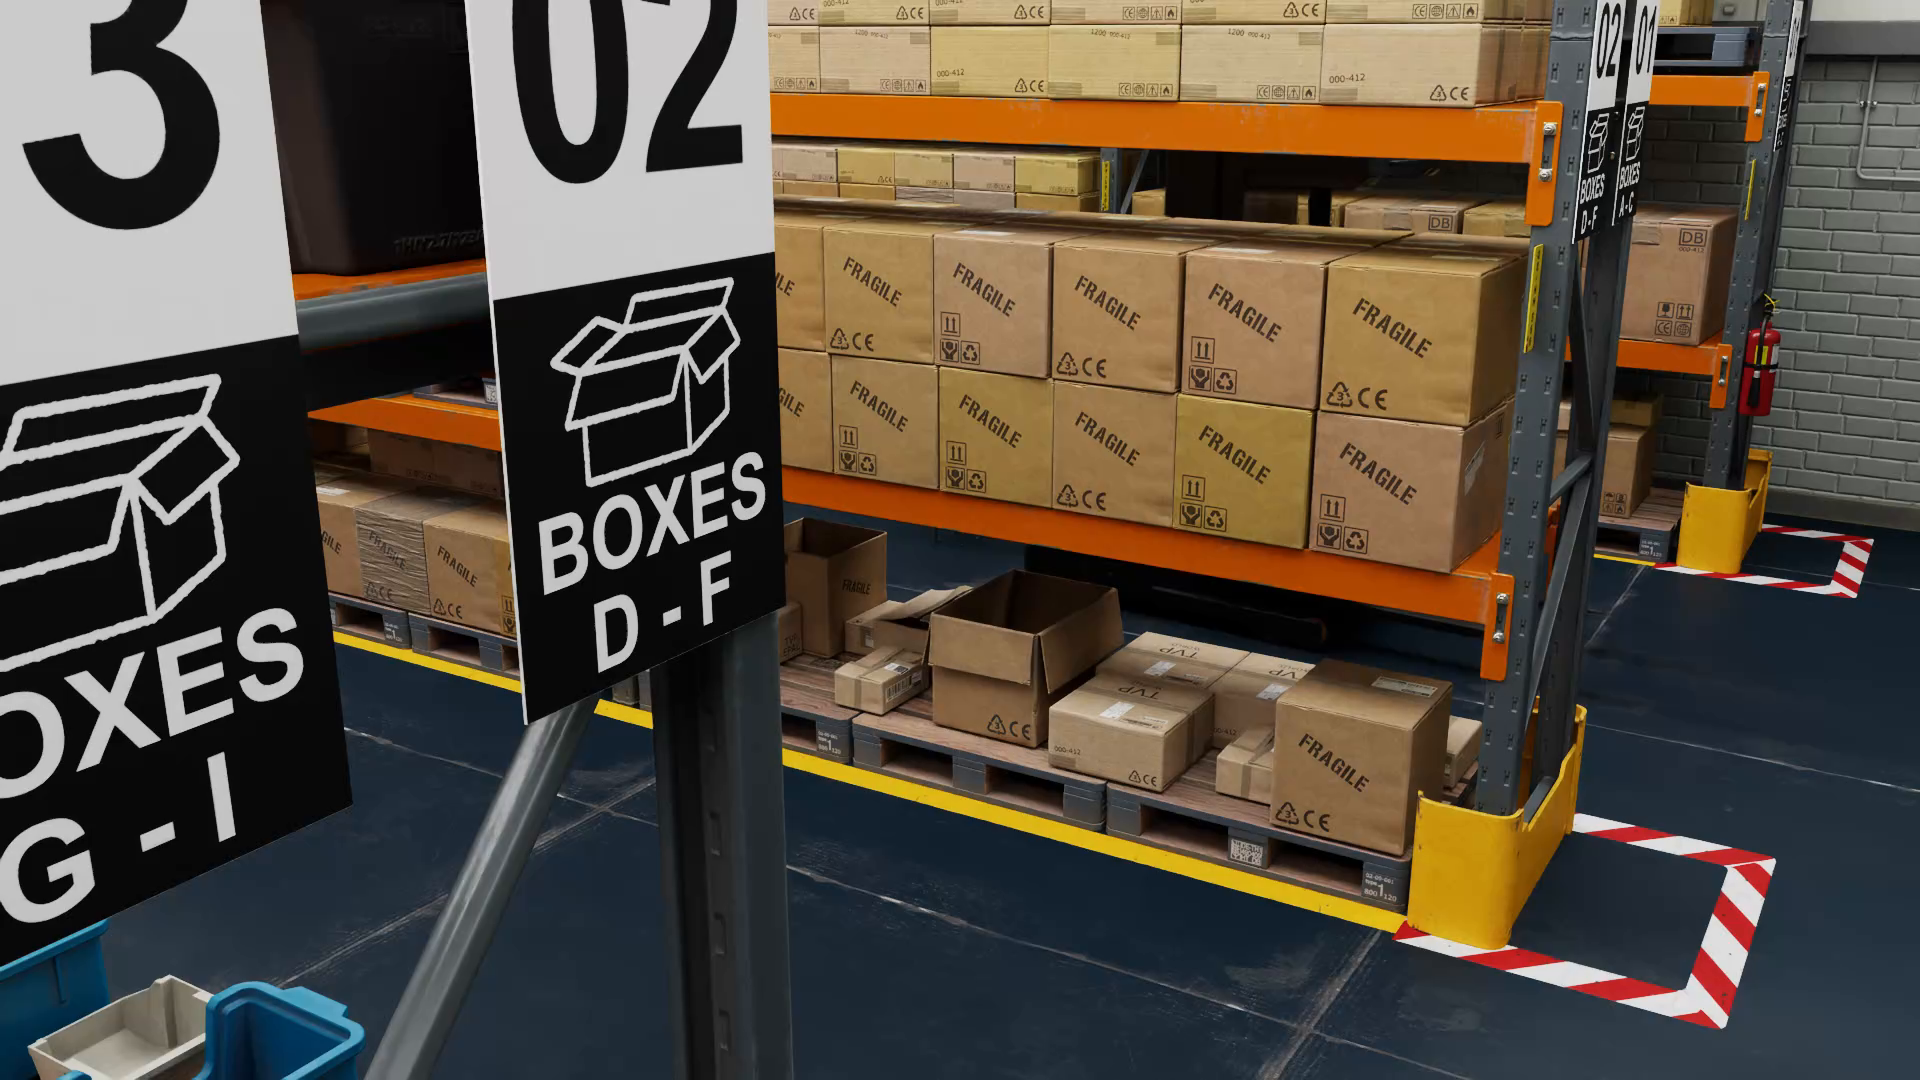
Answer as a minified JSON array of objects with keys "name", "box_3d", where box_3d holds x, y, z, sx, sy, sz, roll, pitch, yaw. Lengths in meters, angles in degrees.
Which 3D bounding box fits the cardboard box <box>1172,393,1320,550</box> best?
[{"name":"cardboard box","box_3d":[1.112,-0.301,6.039,0.500,0.500,0.500,10,20,31]}]

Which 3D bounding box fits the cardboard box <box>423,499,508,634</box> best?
[{"name":"cardboard box","box_3d":[-2.316,0.121,8.364,0.500,0.500,0.500,10,20,30]}]

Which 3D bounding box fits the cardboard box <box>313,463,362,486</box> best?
[{"name":"cardboard box","box_3d":[-3.625,-0.110,9.126,0.500,0.500,0.500,10,19,29]}]

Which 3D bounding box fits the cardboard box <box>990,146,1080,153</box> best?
[{"name":"cardboard box","box_3d":[0.556,-2.781,12.367,0.500,0.250,0.500,10,20,31]}]

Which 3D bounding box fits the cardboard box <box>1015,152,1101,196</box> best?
[{"name":"cardboard box","box_3d":[0.729,-2.576,11.694,0.500,0.250,0.500,11,20,31]}]

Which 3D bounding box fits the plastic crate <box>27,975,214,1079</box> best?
[{"name":"plastic crate","box_3d":[-1.362,0.858,2.747,0.298,0.136,0.250,10,20,30]}]

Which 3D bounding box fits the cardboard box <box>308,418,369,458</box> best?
[{"name":"cardboard box","box_3d":[-3.767,-0.673,9.689,0.500,0.250,0.500,11,20,32]}]

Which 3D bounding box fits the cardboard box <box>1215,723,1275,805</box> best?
[{"name":"cardboard box","box_3d":[1.190,0.865,6.490,0.250,0.166,0.380,10,20,30]}]

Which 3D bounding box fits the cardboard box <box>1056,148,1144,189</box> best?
[{"name":"cardboard box","box_3d":[1.005,-2.703,12.111,0.500,0.250,0.500,11,20,32]}]

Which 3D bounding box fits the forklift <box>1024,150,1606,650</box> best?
[{"name":"forklift","box_3d":[1.862,-1.014,8.677,3.031,2.935,1.130,12,20,34]}]

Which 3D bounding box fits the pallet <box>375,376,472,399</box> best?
[{"name":"pallet","box_3d":[-3.078,-1.005,8.858,1.213,0.211,1.003,10,20,30]}]

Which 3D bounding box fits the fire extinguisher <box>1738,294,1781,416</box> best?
[{"name":"fire extinguisher","box_3d":[4.556,-1.049,9.449,0.183,0.674,0.296,10,20,30]}]

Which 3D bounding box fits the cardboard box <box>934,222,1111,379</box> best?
[{"name":"cardboard box","box_3d":[0.244,-0.933,6.398,0.500,0.500,0.500,11,20,32]}]

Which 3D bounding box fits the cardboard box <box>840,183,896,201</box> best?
[{"name":"cardboard box","box_3d":[-0.556,-2.446,12.555,0.500,0.500,0.500,11,20,32]}]

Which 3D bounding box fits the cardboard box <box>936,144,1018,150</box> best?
[{"name":"cardboard box","box_3d":[0.126,-2.856,12.614,0.500,0.250,0.500,9,19,28]}]

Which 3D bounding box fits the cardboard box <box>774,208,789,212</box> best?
[{"name":"cardboard box","box_3d":[-1.074,-1.168,7.172,0.500,0.500,0.500,11,20,31]}]

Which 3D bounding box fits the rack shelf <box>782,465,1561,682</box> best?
[{"name":"rack shelf","box_3d":[0.376,-0.134,6.900,4.000,0.370,1.077,10,20,30]}]

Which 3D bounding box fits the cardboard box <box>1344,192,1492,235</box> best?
[{"name":"cardboard box","box_3d":[2.959,-1.846,10.783,0.700,0.700,0.980,9,19,27]}]

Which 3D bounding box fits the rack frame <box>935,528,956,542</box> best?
[{"name":"rack frame","box_3d":[-0.090,-0.590,10.260,0.006,1.200,0.240,10,20,30]}]

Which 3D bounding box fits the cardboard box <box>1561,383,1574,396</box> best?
[{"name":"cardboard box","box_3d":[3.799,-0.906,10.665,0.250,0.149,0.380,10,20,30]}]

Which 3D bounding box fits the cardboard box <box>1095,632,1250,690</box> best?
[{"name":"cardboard box","box_3d":[0.913,0.626,7.134,0.500,0.250,0.500,10,20,30]}]

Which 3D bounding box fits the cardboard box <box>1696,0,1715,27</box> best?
[{"name":"cardboard box","box_3d":[4.175,-3.186,9.911,0.500,0.250,0.500,11,20,33]}]

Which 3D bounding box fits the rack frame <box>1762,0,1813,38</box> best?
[{"name":"rack frame","box_3d":[4.669,-4.272,8.963,0.127,3.000,1.000,10,20,30]}]

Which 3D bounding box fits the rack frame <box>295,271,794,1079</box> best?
[{"name":"rack frame","box_3d":[-0.516,1.052,1.757,0.127,3.000,1.000,10,20,30]}]

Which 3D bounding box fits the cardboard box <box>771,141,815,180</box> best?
[{"name":"cardboard box","box_3d":[-1.438,-2.963,12.965,0.500,0.250,0.500,10,19,29]}]

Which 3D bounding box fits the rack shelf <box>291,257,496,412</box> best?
[{"name":"rack shelf","box_3d":[-2.220,-0.343,2.427,4.000,0.370,1.077,10,20,30]}]

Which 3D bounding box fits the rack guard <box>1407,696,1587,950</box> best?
[{"name":"rack guard","box_3d":[2.015,1.010,6.195,0.348,0.500,1.175,10,20,30]}]

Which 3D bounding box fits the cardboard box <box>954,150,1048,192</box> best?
[{"name":"cardboard box","box_3d":[0.298,-2.657,11.957,0.500,0.250,0.500,11,20,31]}]

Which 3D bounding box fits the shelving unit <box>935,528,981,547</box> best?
[{"name":"shelving unit","box_3d":[-0.012,-0.576,10.214,0.189,1.200,0.258,10,20,30]}]

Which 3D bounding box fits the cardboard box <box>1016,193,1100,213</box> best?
[{"name":"cardboard box","box_3d":[0.735,-2.218,11.803,0.500,0.500,0.500,10,19,29]}]

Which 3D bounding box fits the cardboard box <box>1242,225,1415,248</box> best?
[{"name":"cardboard box","box_3d":[1.390,-0.911,6.327,0.500,0.500,0.500,10,20,31]}]

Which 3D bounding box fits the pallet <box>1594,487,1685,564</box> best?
[{"name":"pallet","box_3d":[3.947,-0.170,10.577,1.213,0.211,1.003,10,20,30]}]

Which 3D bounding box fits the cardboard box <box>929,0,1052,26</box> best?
[{"name":"cardboard box","box_3d":[0.229,-2.019,6.105,0.500,0.250,0.500,10,20,30]}]

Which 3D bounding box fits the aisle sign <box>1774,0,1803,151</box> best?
[{"name":"aisle sign","box_3d":[4.573,-2.560,9.176,0.004,0.787,0.394,10,20,30]}]

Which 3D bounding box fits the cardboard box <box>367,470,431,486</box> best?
[{"name":"cardboard box","box_3d":[-2.926,-0.164,9.305,0.500,0.500,0.500,9,19,28]}]

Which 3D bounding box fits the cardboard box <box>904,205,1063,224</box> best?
[{"name":"cardboard box","box_3d":[0.105,-1.142,7.088,0.500,0.500,0.500,10,20,30]}]

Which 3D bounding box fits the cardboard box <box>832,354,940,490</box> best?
[{"name":"cardboard box","box_3d":[-0.174,-0.532,6.799,0.500,0.500,0.500,10,20,30]}]

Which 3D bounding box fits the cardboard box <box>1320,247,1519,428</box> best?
[{"name":"cardboard box","box_3d":[1.557,-0.700,5.633,0.500,0.500,0.500,10,20,30]}]

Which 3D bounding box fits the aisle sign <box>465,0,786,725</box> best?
[{"name":"aisle sign","box_3d":[-0.299,-0.255,1.586,0.004,0.787,0.394,10,20,30]}]

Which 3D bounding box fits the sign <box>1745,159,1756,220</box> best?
[{"name":"sign","box_3d":[4.373,-1.937,9.197,0.005,0.325,0.100,10,20,30]}]

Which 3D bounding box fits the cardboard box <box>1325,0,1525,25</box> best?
[{"name":"cardboard box","box_3d":[1.509,-1.792,5.357,0.500,0.250,0.500,10,20,30]}]

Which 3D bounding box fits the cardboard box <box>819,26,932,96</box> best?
[{"name":"cardboard box","box_3d":[-0.195,-1.857,6.432,0.500,0.250,0.500,10,20,30]}]

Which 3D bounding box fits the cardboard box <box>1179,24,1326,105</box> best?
[{"name":"cardboard box","box_3d":[1.084,-1.629,5.681,0.500,0.250,0.500,10,20,30]}]

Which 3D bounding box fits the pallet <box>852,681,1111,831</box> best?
[{"name":"pallet","box_3d":[0.300,0.842,7.248,1.213,0.211,1.003,10,20,30]}]

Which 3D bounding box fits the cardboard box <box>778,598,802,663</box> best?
[{"name":"cardboard box","box_3d":[-1.084,0.411,7.737,0.500,0.311,0.500,10,20,30]}]

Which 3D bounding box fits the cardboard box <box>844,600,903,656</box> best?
[{"name":"cardboard box","box_3d":[-0.344,0.429,7.955,0.250,0.149,0.380,10,20,30]}]
